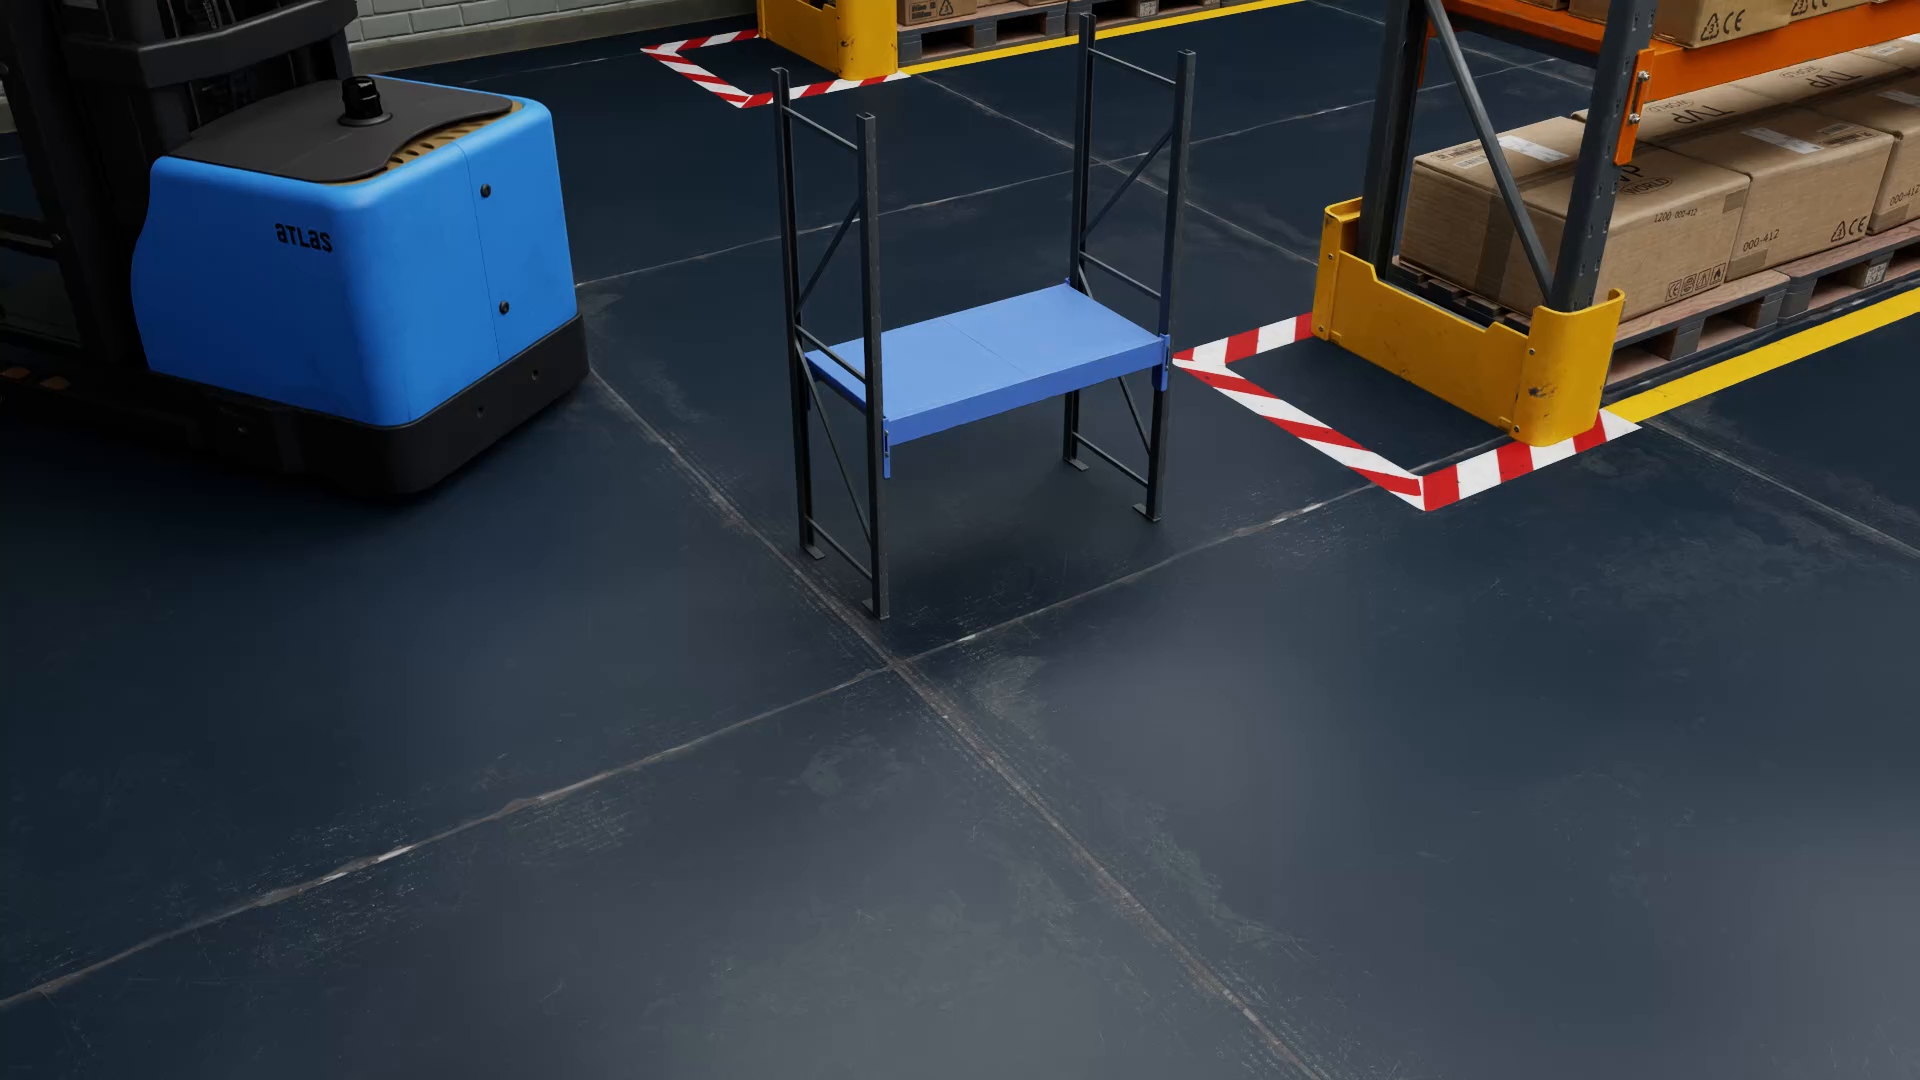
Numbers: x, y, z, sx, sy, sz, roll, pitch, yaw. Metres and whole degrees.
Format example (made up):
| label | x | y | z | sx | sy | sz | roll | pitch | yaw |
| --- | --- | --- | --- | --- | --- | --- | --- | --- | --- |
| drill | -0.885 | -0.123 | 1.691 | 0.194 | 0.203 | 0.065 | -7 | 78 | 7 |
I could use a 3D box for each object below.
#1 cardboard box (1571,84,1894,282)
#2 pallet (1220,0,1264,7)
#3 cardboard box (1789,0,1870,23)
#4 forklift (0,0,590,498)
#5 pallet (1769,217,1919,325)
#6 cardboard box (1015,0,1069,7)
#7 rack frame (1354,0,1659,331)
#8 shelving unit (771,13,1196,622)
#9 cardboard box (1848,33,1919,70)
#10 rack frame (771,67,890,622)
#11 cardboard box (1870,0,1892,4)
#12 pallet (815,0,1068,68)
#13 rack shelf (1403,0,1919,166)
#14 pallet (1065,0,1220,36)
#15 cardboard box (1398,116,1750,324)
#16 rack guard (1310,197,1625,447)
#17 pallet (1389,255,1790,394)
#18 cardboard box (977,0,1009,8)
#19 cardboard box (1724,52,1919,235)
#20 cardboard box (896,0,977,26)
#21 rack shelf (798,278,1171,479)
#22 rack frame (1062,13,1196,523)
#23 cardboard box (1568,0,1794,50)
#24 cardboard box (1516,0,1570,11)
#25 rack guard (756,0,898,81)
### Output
| label | x | y | z | sx | sy | sz | roll | pitch | yaw |
| --- | --- | --- | --- | --- | --- | --- | --- | --- | --- |
| cardboard box | 3.103 | -1.493 | 6.814 | 0.875 | 0.438 | 0.875 | -18 | 36 | -26 |
| pallet | 1.930 | -3.899 | 11.233 | 1.213 | 0.211 | 1.003 | -19 | 37 | -27 |
| cardboard box | 2.807 | -2.106 | 5.684 | 0.500 | 0.500 | 0.500 | -20 | 37 | -28 |
| forklift | -2.918 | -1.892 | 5.503 | 3.031 | 2.935 | 1.130 | 13 | 35 | 20 |
| pallet | 3.492 | -1.333 | 7.165 | 1.213 | 0.211 | 1.003 | -19 | 37 | -27 |
| cardboard box | 0.450 | -3.605 | 10.102 | 0.500 | 0.500 | 0.700 | -17 | 36 | -25 |
| rack frame | 1.838 | -1.895 | 5.443 | 0.127 | 3.000 | 1.000 | -19 | 37 | -27 |
| shelving unit | 0.072 | -0.659 | 4.889 | 1.048 | 1.500 | 0.538 | -19 | 37 | -27 |
| cardboard box | 4.614 | -2.012 | 7.636 | 0.875 | 0.438 | 0.875 | -20 | 37 | -28 |
| rack frame | -0.356 | -0.512 | 4.656 | 0.032 | 1.500 | 0.500 | -19 | 37 | -27 |
| cardboard box | 3.244 | -2.245 | 5.904 | 0.500 | 0.500 | 0.500 | -19 | 37 | -28 |
| pallet | -0.121 | -3.194 | 10.115 | 1.213 | 0.211 | 1.003 | -19 | 37 | -27 |
| rack shelf | 3.519 | -2.169 | 6.552 | 4.000 | 0.370 | 1.077 | -19 | 37 | -27 |
| pallet | 0.903 | -3.544 | 10.671 | 1.213 | 0.211 | 1.003 | -19 | 37 | -27 |
| cardboard box | 2.338 | -1.225 | 6.388 | 0.875 | 0.438 | 0.875 | -20 | 38 | -29 |
| rack guard | 1.818 | -0.831 | 6.099 | 0.348 | 0.500 | 1.175 | -19 | 37 | -27 |
| pallet | 2.467 | -0.982 | 6.609 | 1.213 | 0.211 | 1.003 | -19 | 37 | -27 |
| cardboard box | 0.089 | -3.332 | 9.999 | 0.250 | 0.149 | 0.380 | -21 | 38 | -29 |
| cardboard box | 3.862 | -1.753 | 7.226 | 0.875 | 0.438 | 0.875 | -20 | 37 | -29 |
| cardboard box | -0.289 | -3.376 | 9.737 | 0.637 | 0.503 | 0.797 | -21 | 38 | -29 |
| rack shelf | 0.072 | -0.507 | 4.985 | 1.000 | 0.185 | 0.538 | -19 | 37 | -27 |
| rack frame | 0.499 | -0.806 | 5.122 | 0.032 | 1.500 | 0.500 | -19 | 37 | -27 |
| cardboard box | 2.397 | -1.948 | 5.433 | 0.500 | 0.500 | 0.500 | -19 | 37 | -28 |
| cardboard box | 2.100 | -2.196 | 5.826 | 0.500 | 0.500 | 0.500 | -19 | 37 | -27 |
| rack guard | -0.791 | -3.085 | 9.672 | 0.348 | 0.500 | 1.175 | -19 | 37 | -27 |
